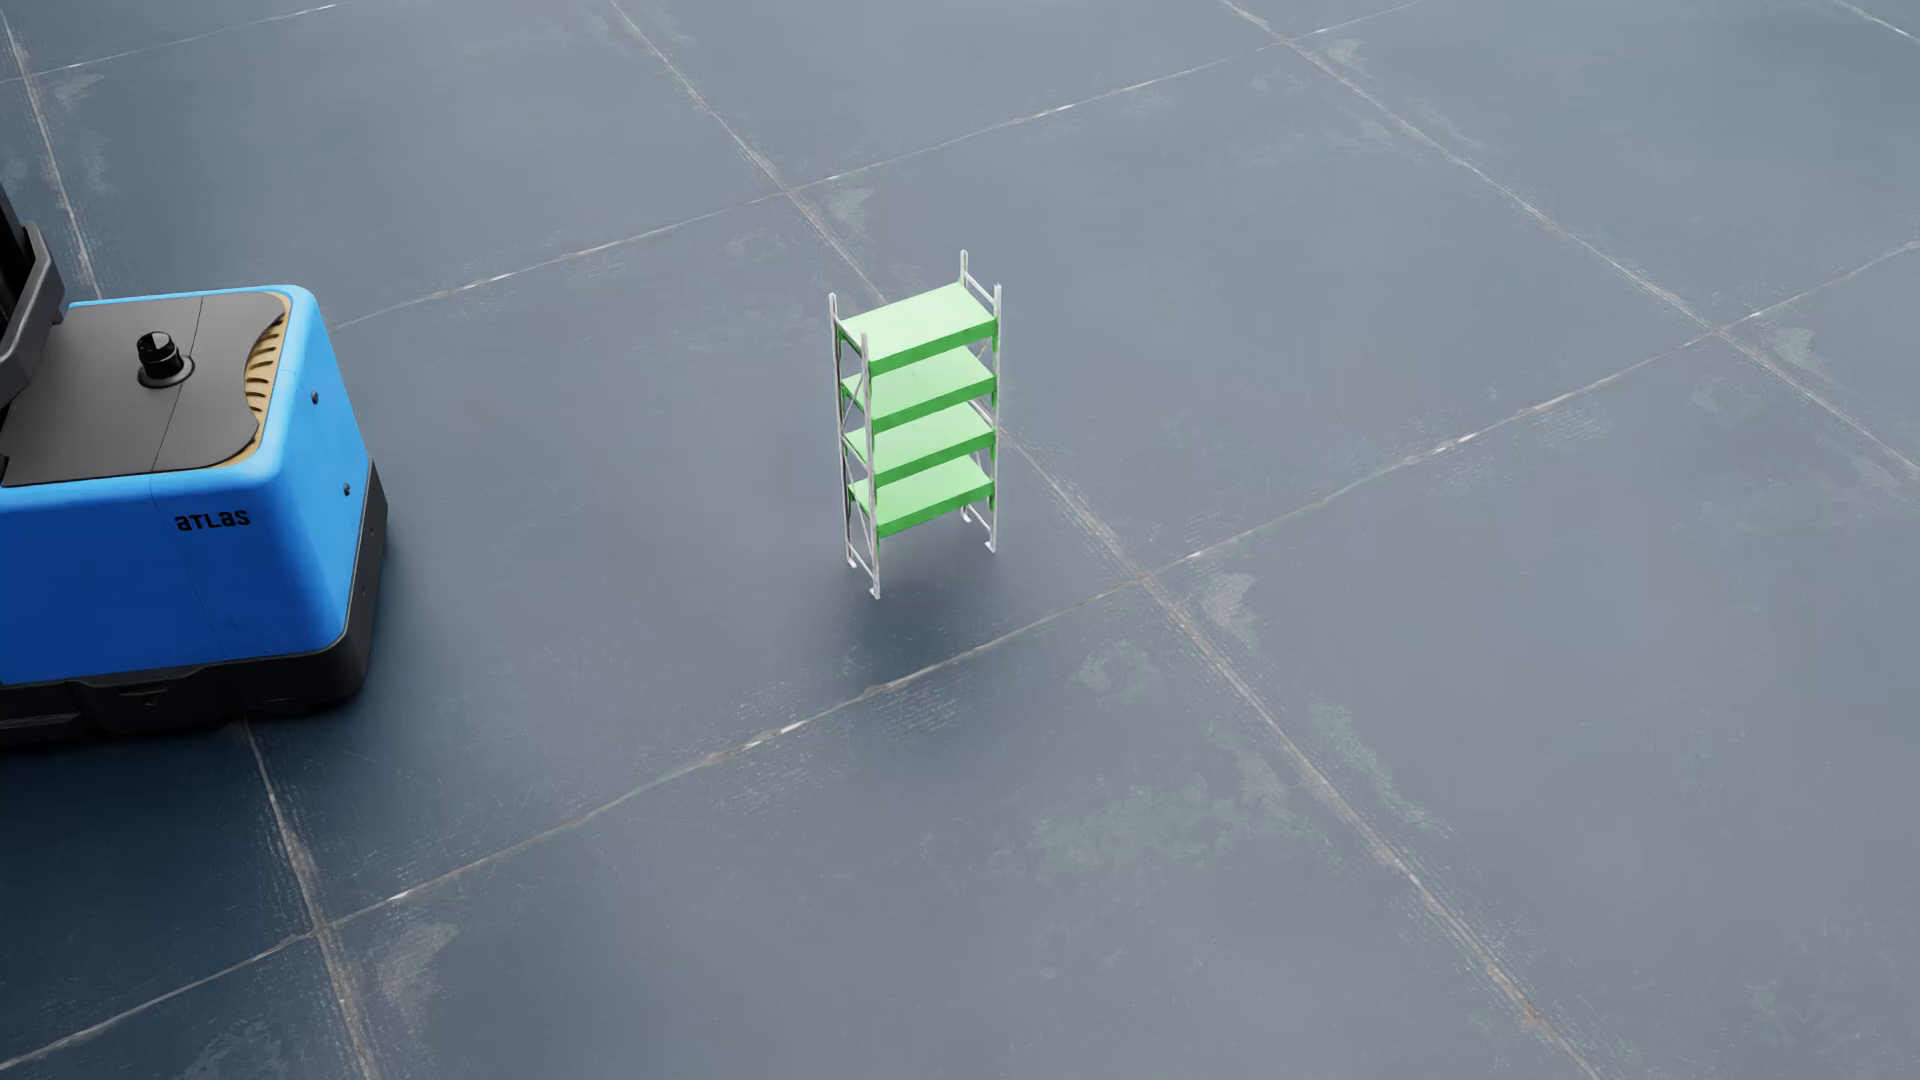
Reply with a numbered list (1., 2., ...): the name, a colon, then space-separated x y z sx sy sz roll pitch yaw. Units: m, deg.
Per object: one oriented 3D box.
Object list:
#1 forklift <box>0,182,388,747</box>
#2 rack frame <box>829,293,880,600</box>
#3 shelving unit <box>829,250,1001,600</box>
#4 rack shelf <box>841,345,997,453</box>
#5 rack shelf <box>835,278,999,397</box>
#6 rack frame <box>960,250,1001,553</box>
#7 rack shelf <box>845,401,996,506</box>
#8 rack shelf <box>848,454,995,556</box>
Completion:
1. forklift: -3.588 -0.667 4.833 3.031 2.935 1.130 -6 44 -6
2. rack frame: -0.355 -0.288 5.686 0.015 1.200 0.240 -22 48 -21
3. shelving unit: -0.144 -0.373 5.773 0.503 1.200 0.258 -22 48 -21
4. rack shelf: -0.144 -0.500 5.650 0.480 0.148 0.258 -22 48 -21
5. rack shelf: -0.144 -0.672 5.483 0.480 0.148 0.258 -22 48 -21
6. rack frame: 0.068 -0.458 5.860 0.015 1.200 0.240 -22 48 -21
7. rack shelf: -0.144 -0.327 5.817 0.480 0.148 0.258 -22 48 -21
8. rack shelf: -0.144 -0.155 5.985 0.480 0.148 0.258 -22 48 -21
